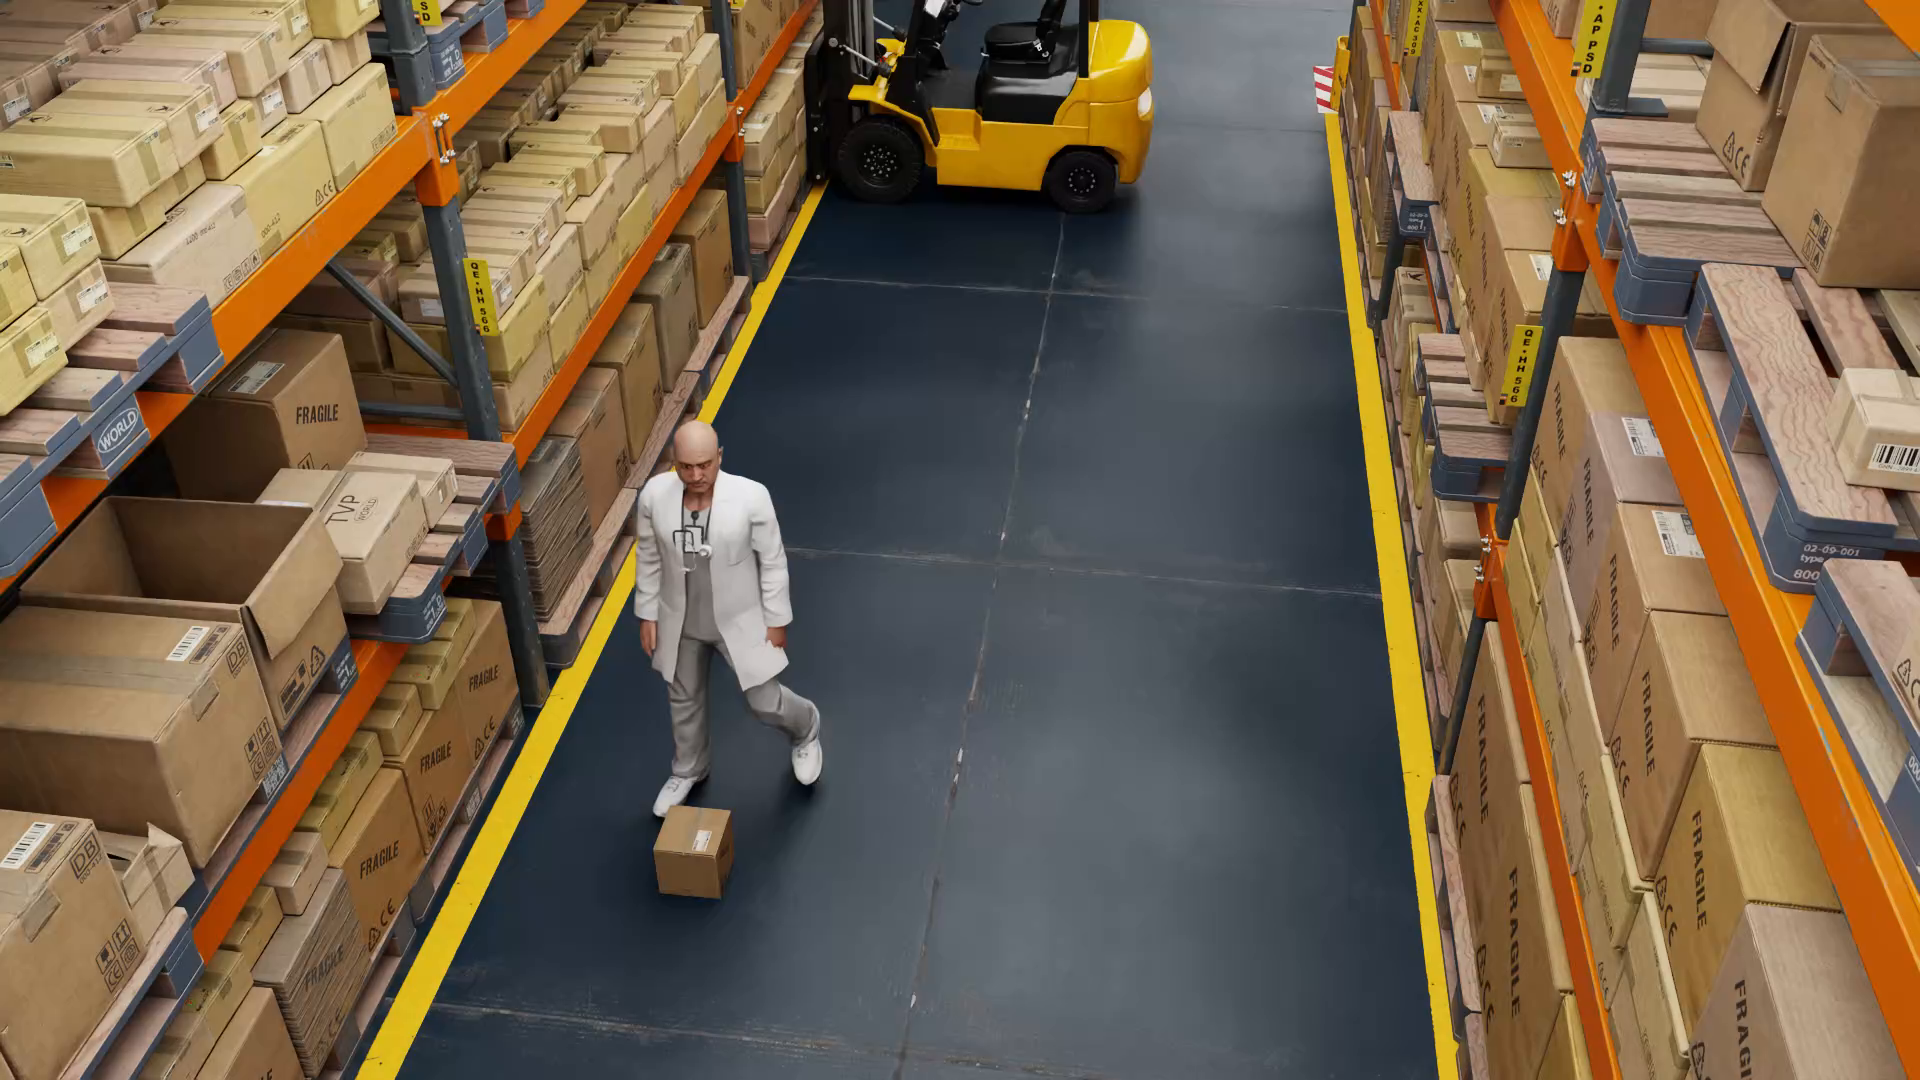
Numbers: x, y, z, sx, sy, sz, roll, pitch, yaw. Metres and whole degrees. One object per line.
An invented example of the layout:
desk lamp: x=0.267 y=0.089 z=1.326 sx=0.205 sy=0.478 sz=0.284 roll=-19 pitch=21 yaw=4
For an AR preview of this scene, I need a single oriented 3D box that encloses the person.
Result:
person: x=-0.942 y=0.299 z=6.608 sx=0.702 sy=1.786 sz=0.600 roll=5 pitch=36 yaw=7
